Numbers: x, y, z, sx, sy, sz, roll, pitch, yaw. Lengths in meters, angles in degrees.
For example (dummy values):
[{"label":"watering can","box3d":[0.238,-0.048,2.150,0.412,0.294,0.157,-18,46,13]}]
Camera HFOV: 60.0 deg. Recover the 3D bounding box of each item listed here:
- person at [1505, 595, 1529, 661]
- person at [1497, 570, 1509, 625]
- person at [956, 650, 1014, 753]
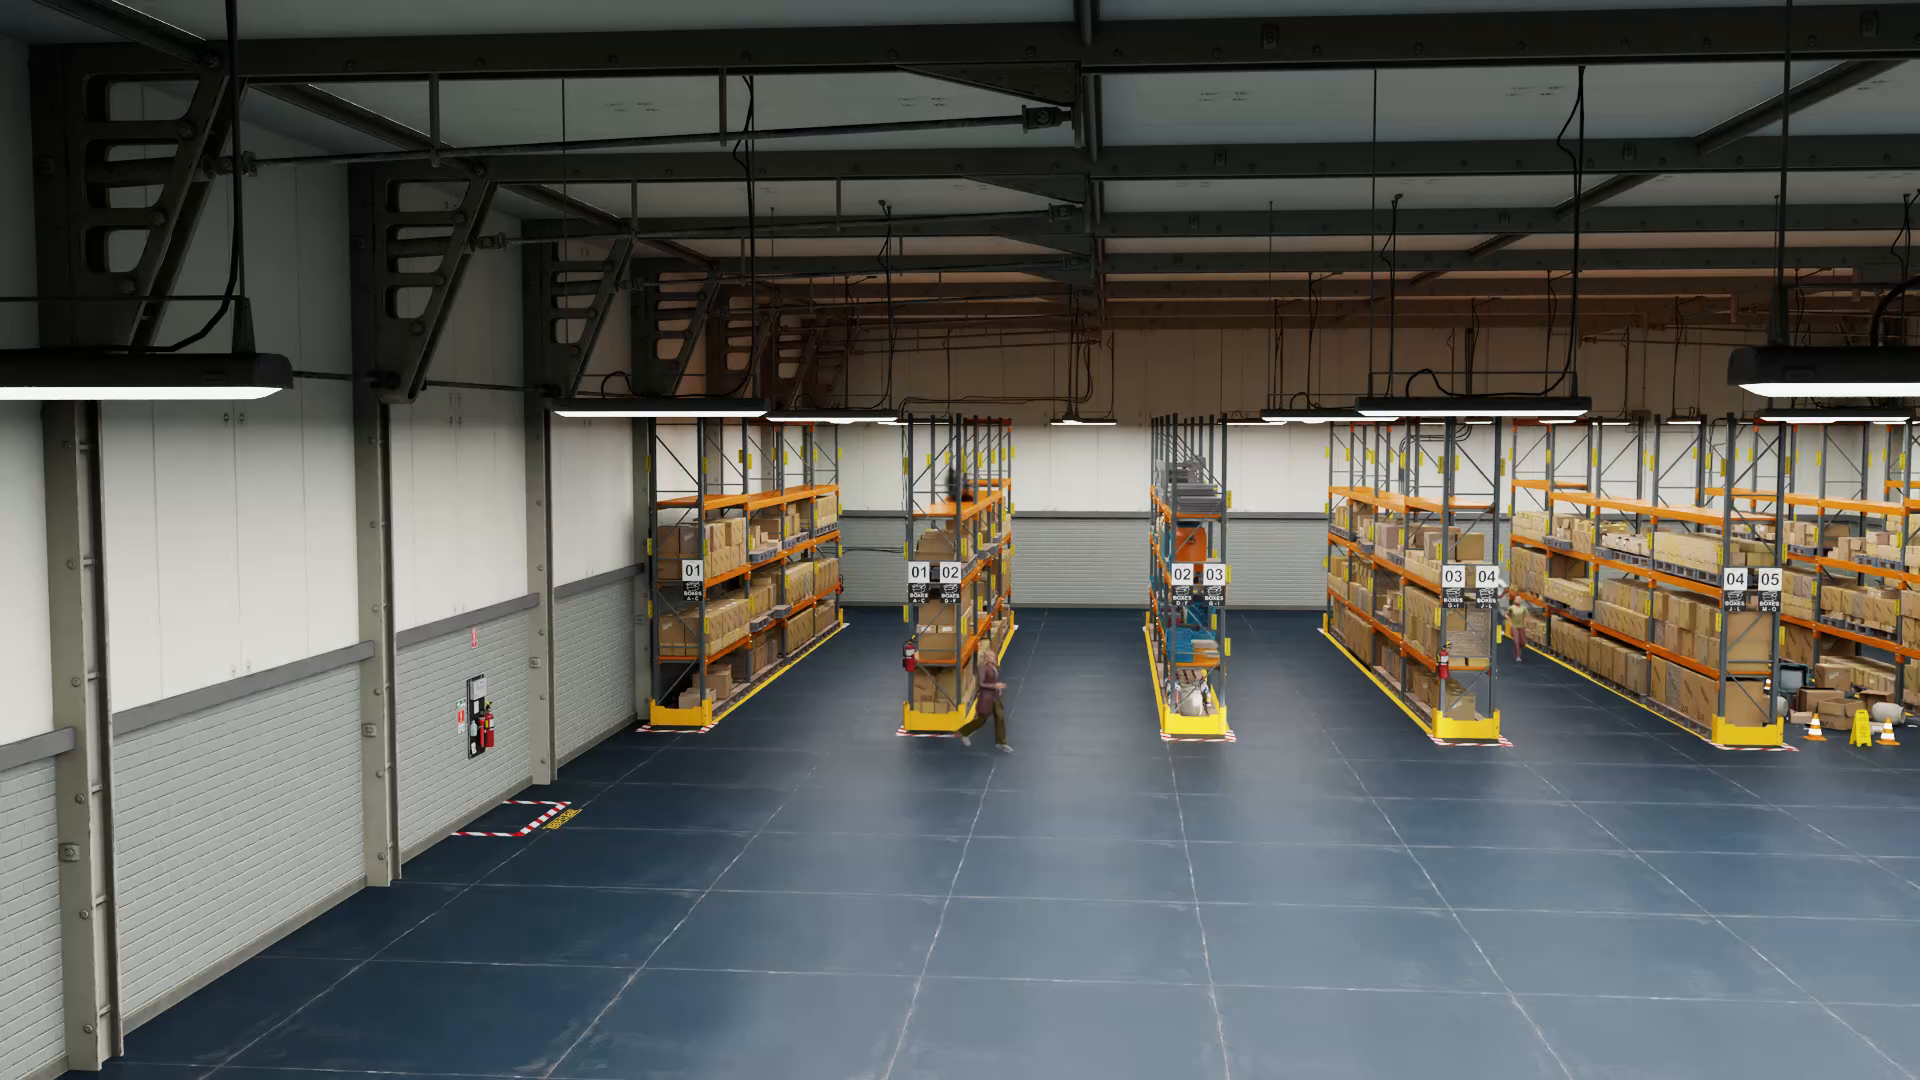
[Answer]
[{"label":"person","box3d":[13.729,2.150,40.982,0.572,1.626,0.604,1,4,9]},{"label":"person","box3d":[15.294,1.674,47.446,1.006,1.704,0.764,0,4,2]},{"label":"person","box3d":[0.468,2.845,29.510,1.060,1.800,0.719,2,5,32]}]
